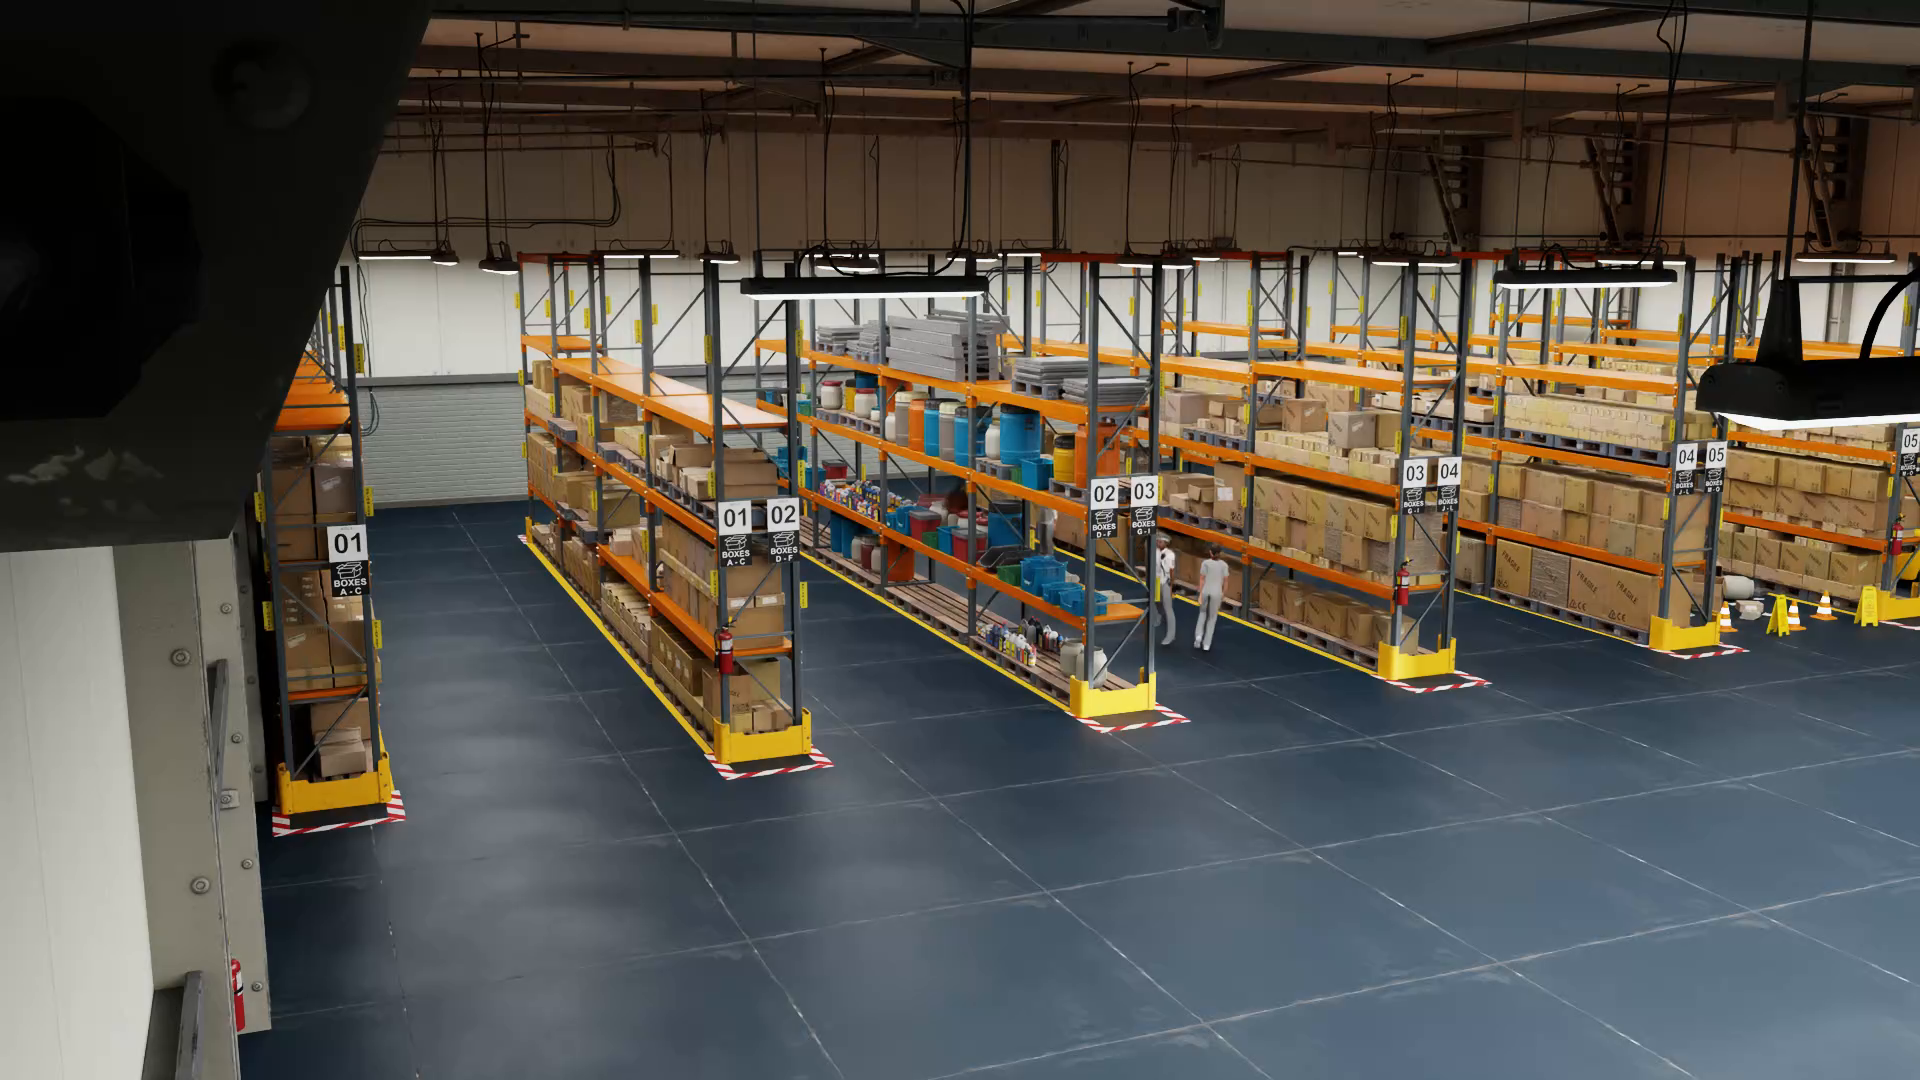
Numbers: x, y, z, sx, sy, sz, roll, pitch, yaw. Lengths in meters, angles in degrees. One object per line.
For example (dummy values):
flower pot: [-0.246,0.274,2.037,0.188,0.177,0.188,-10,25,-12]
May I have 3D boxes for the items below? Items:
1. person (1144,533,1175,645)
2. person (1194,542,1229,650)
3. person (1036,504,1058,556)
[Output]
person: [3.126,0.737,25.965,0.539,1.704,0.519,10,14,43]
person: [3.877,0.864,25.599,0.500,1.675,0.429,5,12,27]
person: [1.565,-0.291,30.613,0.322,1.628,0.485,-7,12,-33]
